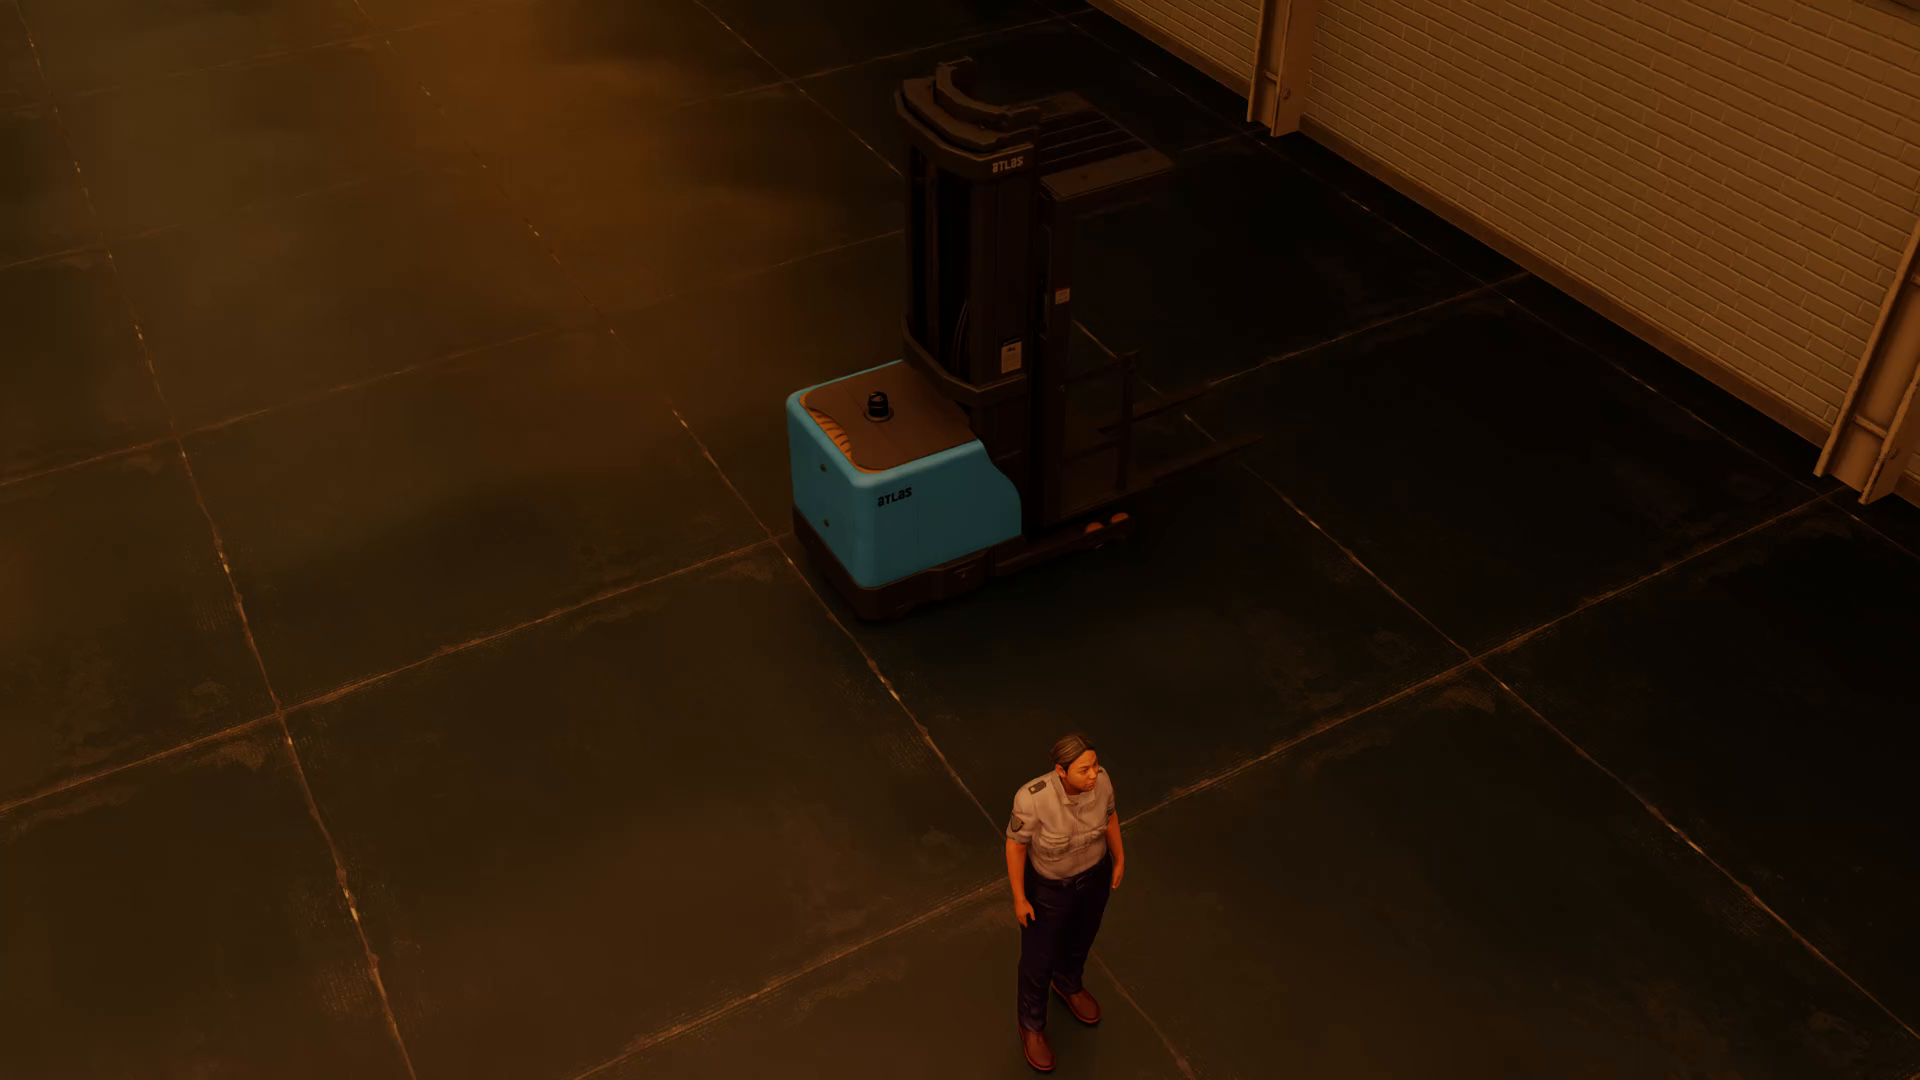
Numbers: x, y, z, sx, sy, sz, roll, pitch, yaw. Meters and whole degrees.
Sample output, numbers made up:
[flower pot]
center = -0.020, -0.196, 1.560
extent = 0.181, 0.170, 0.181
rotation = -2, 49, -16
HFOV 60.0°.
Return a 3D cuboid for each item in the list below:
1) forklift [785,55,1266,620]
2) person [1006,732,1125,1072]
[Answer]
[forklift]
center = 0.507, -1.347, 9.660
extent = 3.031, 2.935, 1.130
rotation = -20, 44, -22
[person]
center = 0.488, 1.535, 7.180
extent = 0.598, 1.651, 0.502
rotation = -20, 44, -22
